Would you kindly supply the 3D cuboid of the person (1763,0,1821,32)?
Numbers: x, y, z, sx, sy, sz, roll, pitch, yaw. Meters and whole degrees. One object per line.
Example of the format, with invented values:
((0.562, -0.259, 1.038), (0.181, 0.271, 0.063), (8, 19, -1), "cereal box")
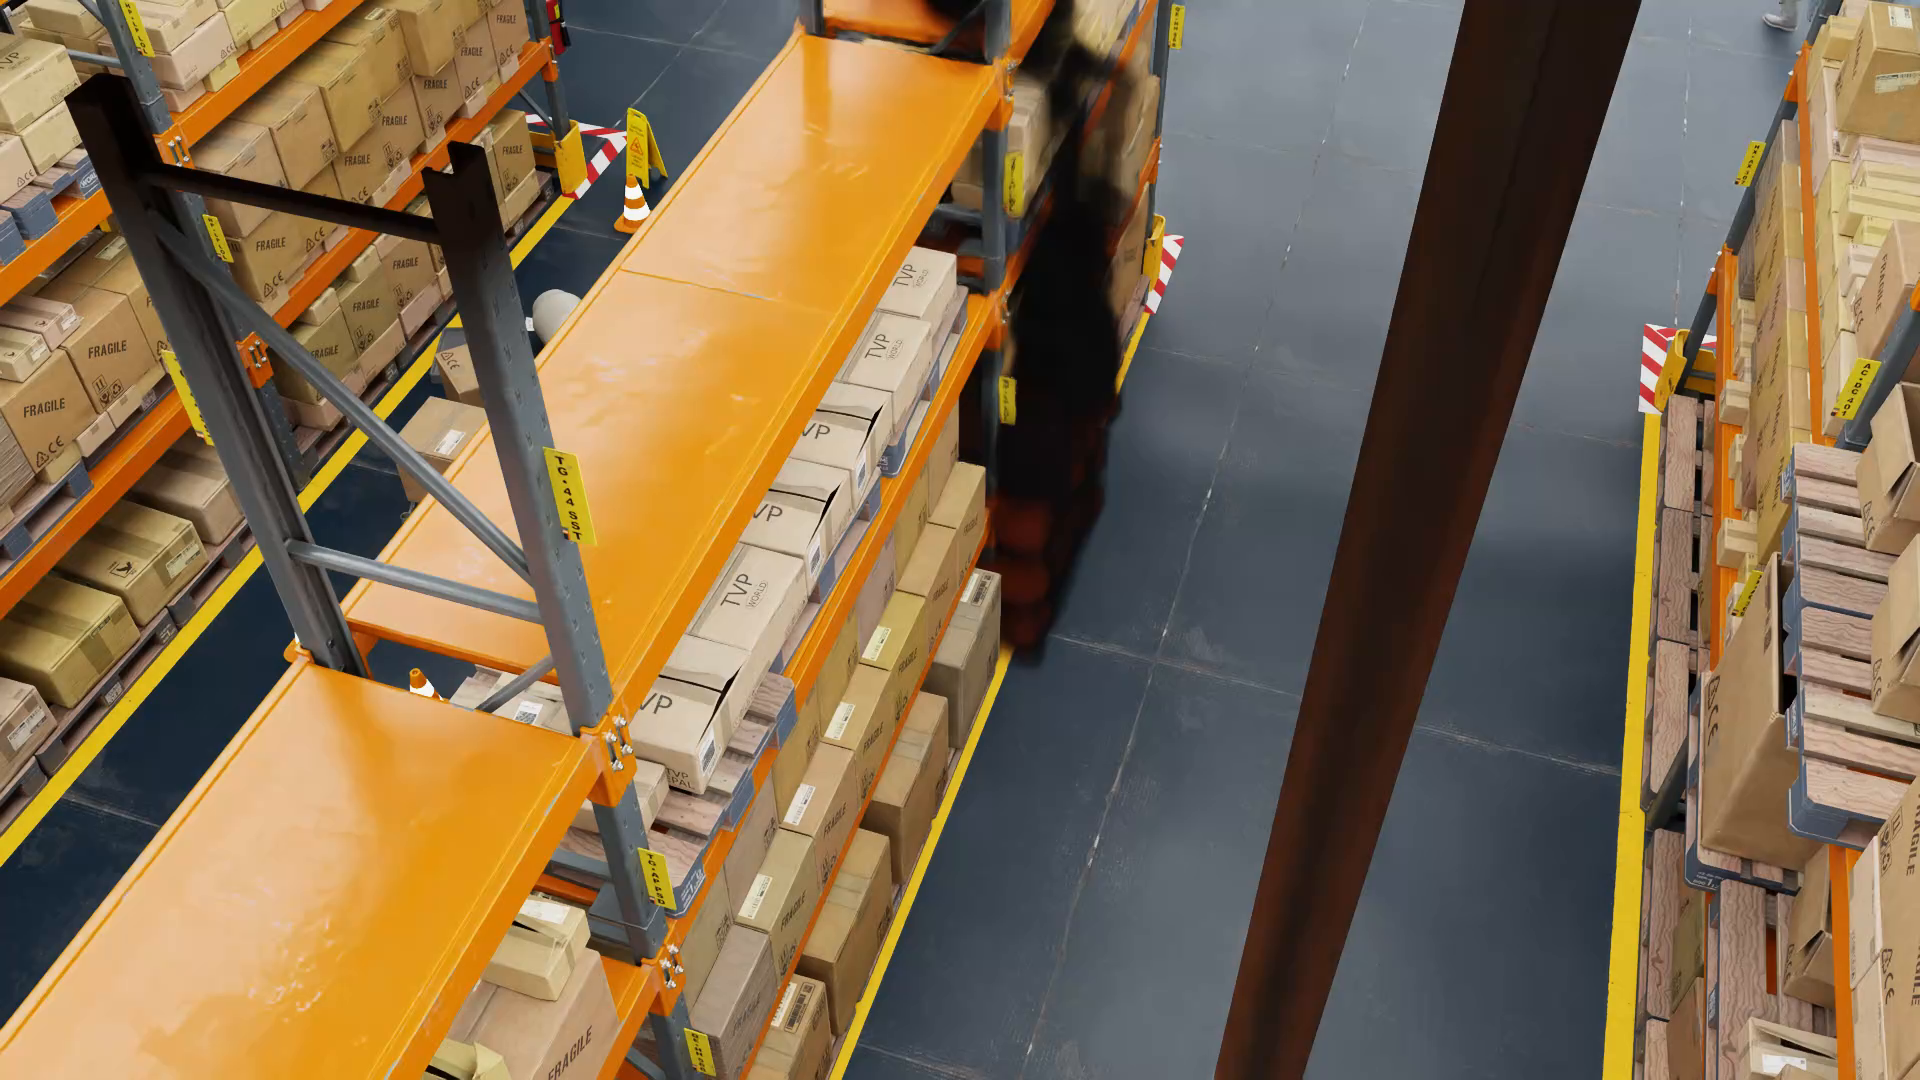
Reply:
((7.923, -5.507, 15.313), (0.592, 1.731, 0.679), (35, 55, 29), "person")
